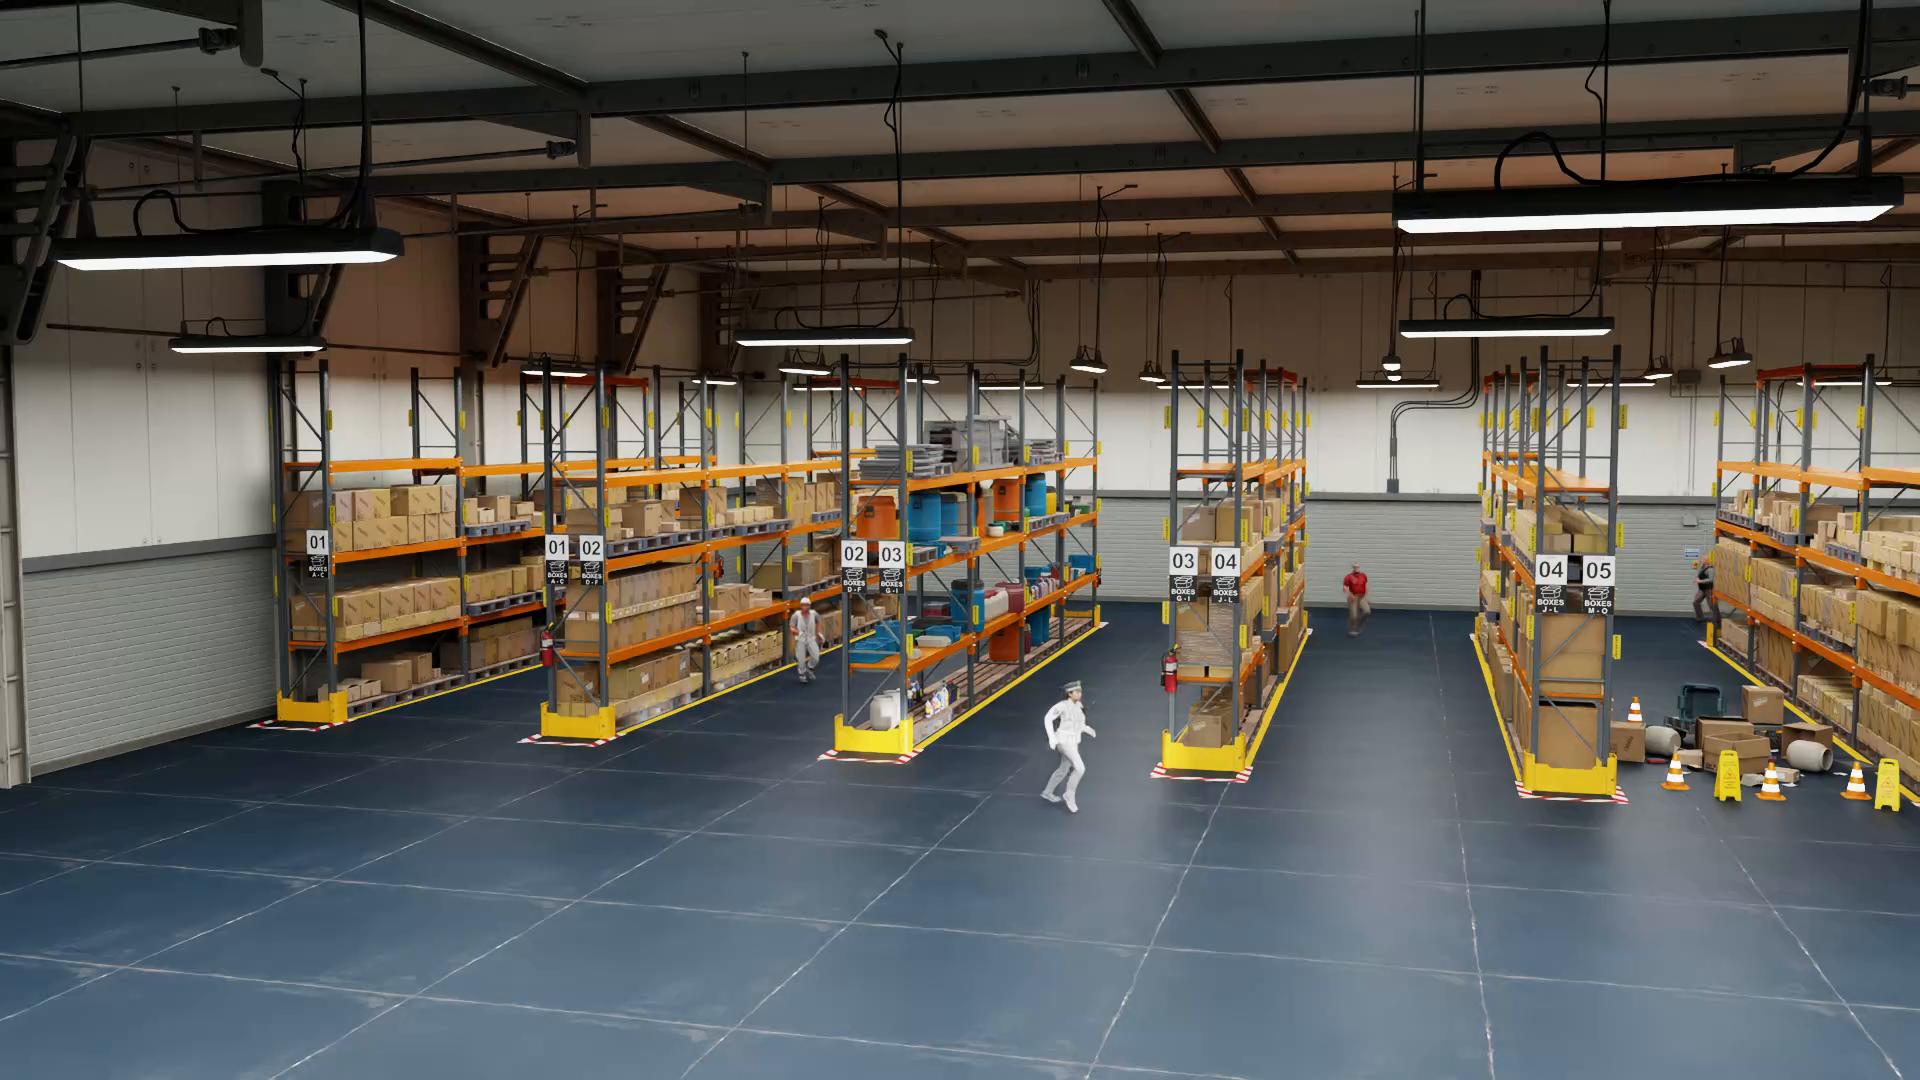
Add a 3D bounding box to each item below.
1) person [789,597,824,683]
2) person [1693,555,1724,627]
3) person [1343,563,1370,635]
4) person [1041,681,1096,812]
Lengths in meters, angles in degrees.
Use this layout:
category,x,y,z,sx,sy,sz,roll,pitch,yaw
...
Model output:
category,x,y,z,sx,sy,sz,roll,pitch,yaw
person,-2.886,1.907,31.407,0.698,1.680,0.807,-1,4,-15
person,18.113,1.260,40.279,0.810,1.777,0.638,0,4,-3
person,9.243,1.379,38.614,0.689,1.692,0.580,-1,4,-15
person,1.389,2.643,21.429,0.785,1.693,0.551,3,5,35
